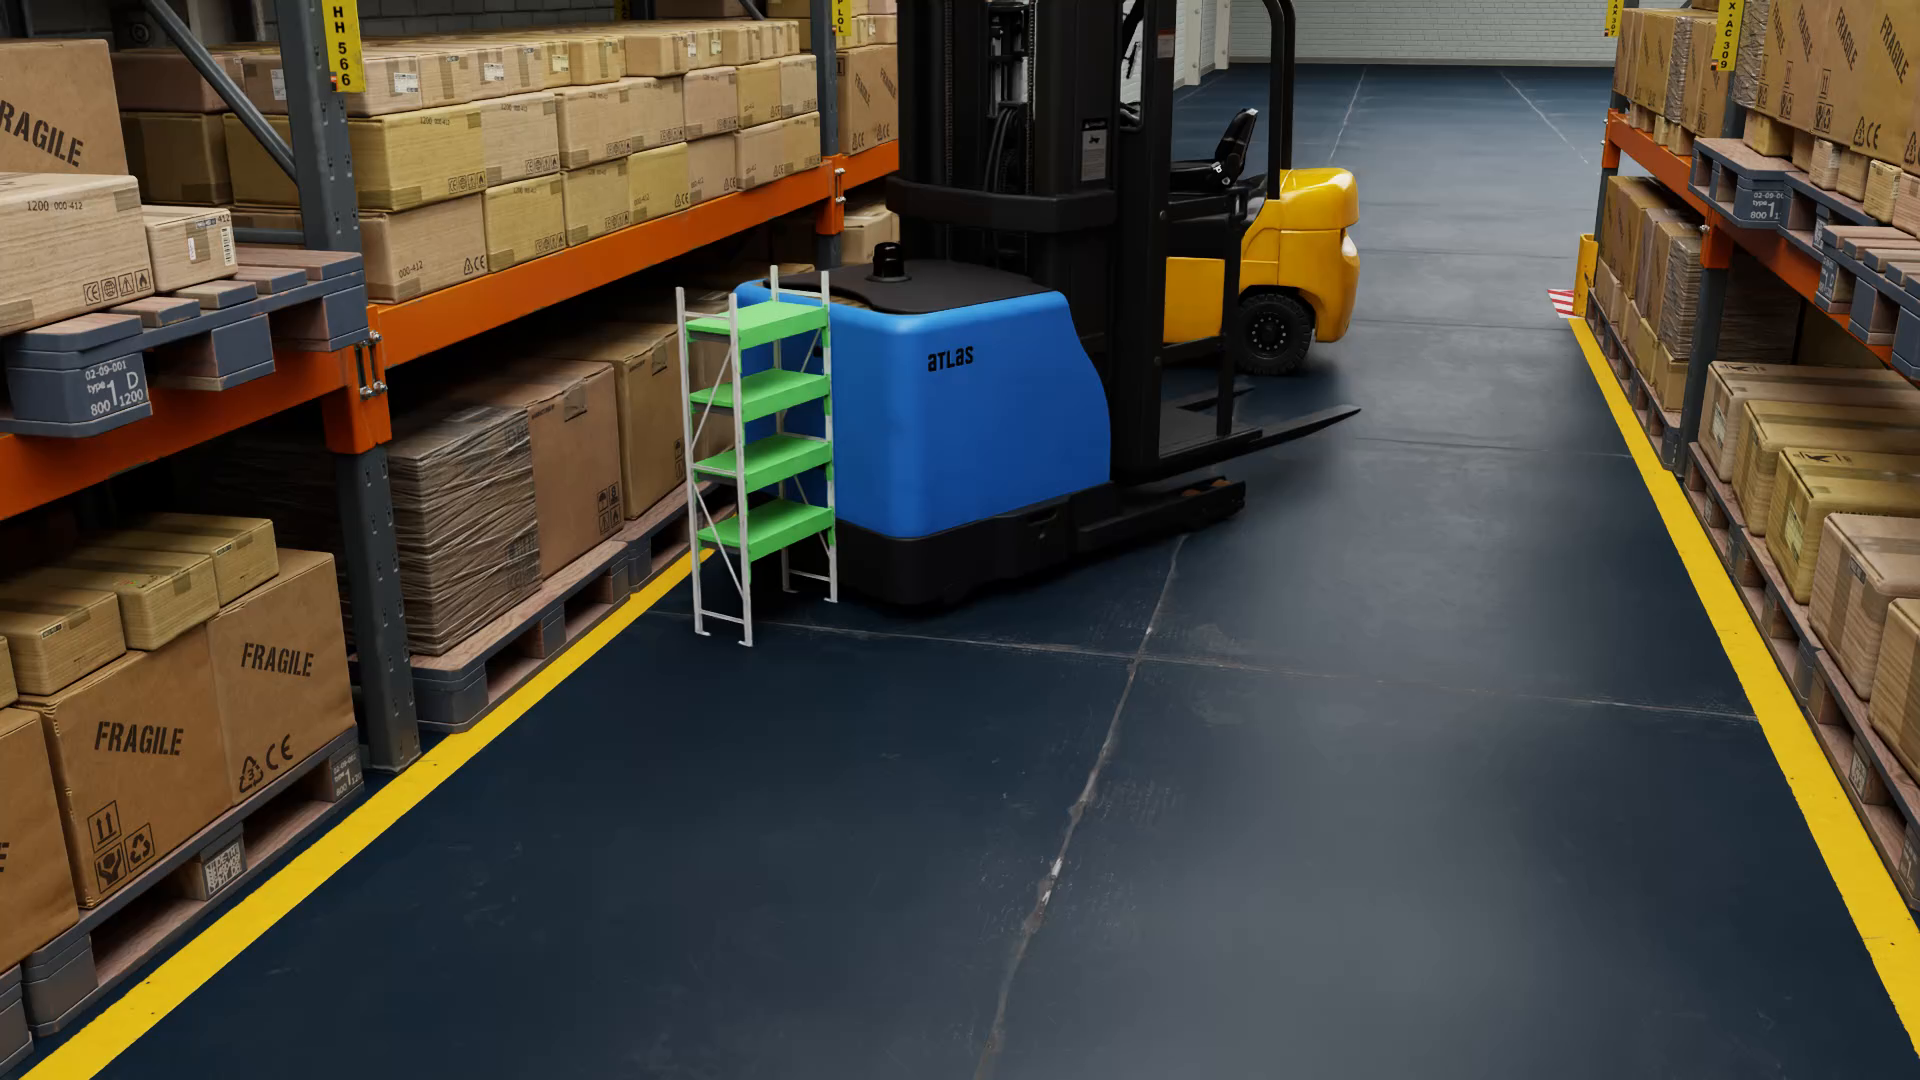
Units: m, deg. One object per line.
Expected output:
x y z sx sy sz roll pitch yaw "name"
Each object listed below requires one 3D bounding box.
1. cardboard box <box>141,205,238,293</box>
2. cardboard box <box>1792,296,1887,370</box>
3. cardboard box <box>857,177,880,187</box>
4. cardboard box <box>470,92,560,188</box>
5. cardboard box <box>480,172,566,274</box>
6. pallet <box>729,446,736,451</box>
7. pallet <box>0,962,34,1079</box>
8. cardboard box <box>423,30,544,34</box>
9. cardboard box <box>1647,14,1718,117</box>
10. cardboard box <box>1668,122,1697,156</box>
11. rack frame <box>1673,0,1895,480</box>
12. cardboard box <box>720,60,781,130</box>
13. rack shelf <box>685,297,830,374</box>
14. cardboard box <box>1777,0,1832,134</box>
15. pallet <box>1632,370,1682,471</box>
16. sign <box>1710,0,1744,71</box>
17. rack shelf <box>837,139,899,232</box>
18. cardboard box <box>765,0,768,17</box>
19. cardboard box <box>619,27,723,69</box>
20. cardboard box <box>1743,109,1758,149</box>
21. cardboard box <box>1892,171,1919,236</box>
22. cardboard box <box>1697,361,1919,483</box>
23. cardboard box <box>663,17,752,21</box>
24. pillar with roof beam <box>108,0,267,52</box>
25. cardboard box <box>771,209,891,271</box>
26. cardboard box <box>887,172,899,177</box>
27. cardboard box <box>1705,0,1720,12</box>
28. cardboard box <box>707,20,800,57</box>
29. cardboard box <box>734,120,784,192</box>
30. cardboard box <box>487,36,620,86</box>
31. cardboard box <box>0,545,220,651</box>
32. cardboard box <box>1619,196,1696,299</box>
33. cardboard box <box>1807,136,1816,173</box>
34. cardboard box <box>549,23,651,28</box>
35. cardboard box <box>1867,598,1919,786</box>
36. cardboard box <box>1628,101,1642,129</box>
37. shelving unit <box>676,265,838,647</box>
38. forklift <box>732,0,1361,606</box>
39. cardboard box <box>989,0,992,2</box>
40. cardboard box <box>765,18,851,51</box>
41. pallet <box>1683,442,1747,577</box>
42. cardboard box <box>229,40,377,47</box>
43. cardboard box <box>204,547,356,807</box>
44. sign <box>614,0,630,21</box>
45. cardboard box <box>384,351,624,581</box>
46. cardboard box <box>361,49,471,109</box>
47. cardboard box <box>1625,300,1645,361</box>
-1.853 -0.652 3.695 0.380 0.149 0.250 5 19 14 "cardboard box"
4.132 -1.087 7.674 0.500 0.500 0.500 6 20 16 "cardboard box"
-0.794 -2.078 10.188 0.500 0.250 0.500 4 19 12 "cardboard box"
-1.596 -1.251 5.167 0.500 0.250 0.500 5 20 15 "cardboard box"
-1.592 -1.014 5.249 0.500 0.250 0.500 4 19 12 "cardboard box"
-1.230 -0.509 7.850 1.003 0.211 1.213 5 19 13 "pallet"
-2.584 1.124 3.072 1.003 0.211 1.213 5 19 13 "pallet"
-1.799 -1.849 6.302 0.380 0.149 0.250 5 19 14 "cardboard box"
3.956 -2.504 8.763 0.500 0.500 0.500 4 19 12 "cardboard box"
3.755 -1.996 8.279 0.380 0.149 0.250 4 19 13 "cardboard box"
3.726 -1.671 6.940 1.000 3.000 0.127 5 19 13 "rack frame"
-1.078 -1.892 7.044 0.500 0.250 0.500 4 19 12 "cardboard box"
-0.681 -0.689 5.559 0.258 0.148 0.480 11 22 30 "rack shelf"
3.078 -1.623 5.533 0.500 0.500 0.500 5 19 13 "cardboard box"
3.856 -0.565 8.015 1.003 0.211 1.213 5 19 13 "pallet"
3.198 -2.121 6.918 0.100 0.325 0.005 5 19 13 "sign"
-0.599 -2.348 10.036 1.077 0.370 4.000 5 19 13 "rack shelf"
-0.763 -2.724 8.404 0.380 0.149 0.250 5 19 14 "cardboard box"
-1.173 -1.967 6.647 0.380 0.149 0.250 4 19 12 "cardboard box"
3.285 -1.603 6.478 0.380 0.149 0.250 5 19 14 "cardboard box"
2.684 -0.869 4.331 0.380 0.149 0.250 4 19 11 "cardboard box"
3.601 -0.462 6.815 0.950 0.372 0.625 5 19 14 "cardboard box"
-1.258 -2.537 8.317 0.380 0.149 0.250 5 19 13 "cardboard box"
1.554 -3.787 3.853 9.100 9.000 0.400 5 19 13 "pillar with roof beam"
-0.665 -1.560 8.670 0.500 0.250 0.500 4 19 13 "cardboard box"
-0.153 -2.198 10.540 0.500 0.250 0.500 5 19 14 "cardboard box"
4.660 -3.251 9.403 0.700 0.500 0.500 5 19 14 "cardboard box"
-0.956 -2.292 7.598 0.380 0.149 0.250 5 20 15 "cardboard box"
-1.075 -1.654 7.123 0.500 0.250 0.500 5 19 13 "cardboard box"
-1.396 -1.645 5.704 0.380 0.149 0.250 5 20 15 "cardboard box"
-1.977 0.132 3.875 0.380 0.149 0.250 4 19 11 "cardboard box"
3.979 -1.618 9.228 0.500 0.500 0.500 5 19 14 "cardboard box"
3.055 -1.276 5.521 0.380 0.149 0.250 5 19 14 "cardboard box"
-1.560 -2.165 7.227 0.380 0.149 0.250 5 19 13 "cardboard box"
2.897 0.451 4.142 0.950 0.372 0.625 3 19 10 "cardboard box"
4.122 -2.483 9.705 0.380 0.149 0.250 5 19 14 "cardboard box"
-0.680 -0.295 5.693 0.258 1.200 0.503 11 22 30 "shelving unit"
0.554 -1.537 6.654 3.031 2.935 1.130 -17 25 -40 "forklift"
0.006 -3.682 11.208 0.380 0.149 0.250 5 19 14 "cardboard box"
-0.755 -2.495 8.195 0.380 0.149 0.250 4 19 13 "cardboard box"
3.538 -0.107 6.676 1.003 0.211 1.213 5 19 13 "pallet"
-2.111 -1.530 5.369 0.380 0.149 0.250 4 19 12 "cardboard box"
-1.960 0.325 4.312 0.500 0.500 0.500 5 20 15 "cardboard box"
-1.626 -2.553 8.058 0.100 0.325 0.005 5 19 13 "sign"
-1.747 -0.283 5.900 0.875 0.625 0.625 5 20 15 "cardboard box"
-1.638 -1.323 4.762 0.380 0.149 0.250 5 20 15 "cardboard box"
3.859 -1.102 8.877 0.500 0.250 0.500 5 19 14 "cardboard box"
